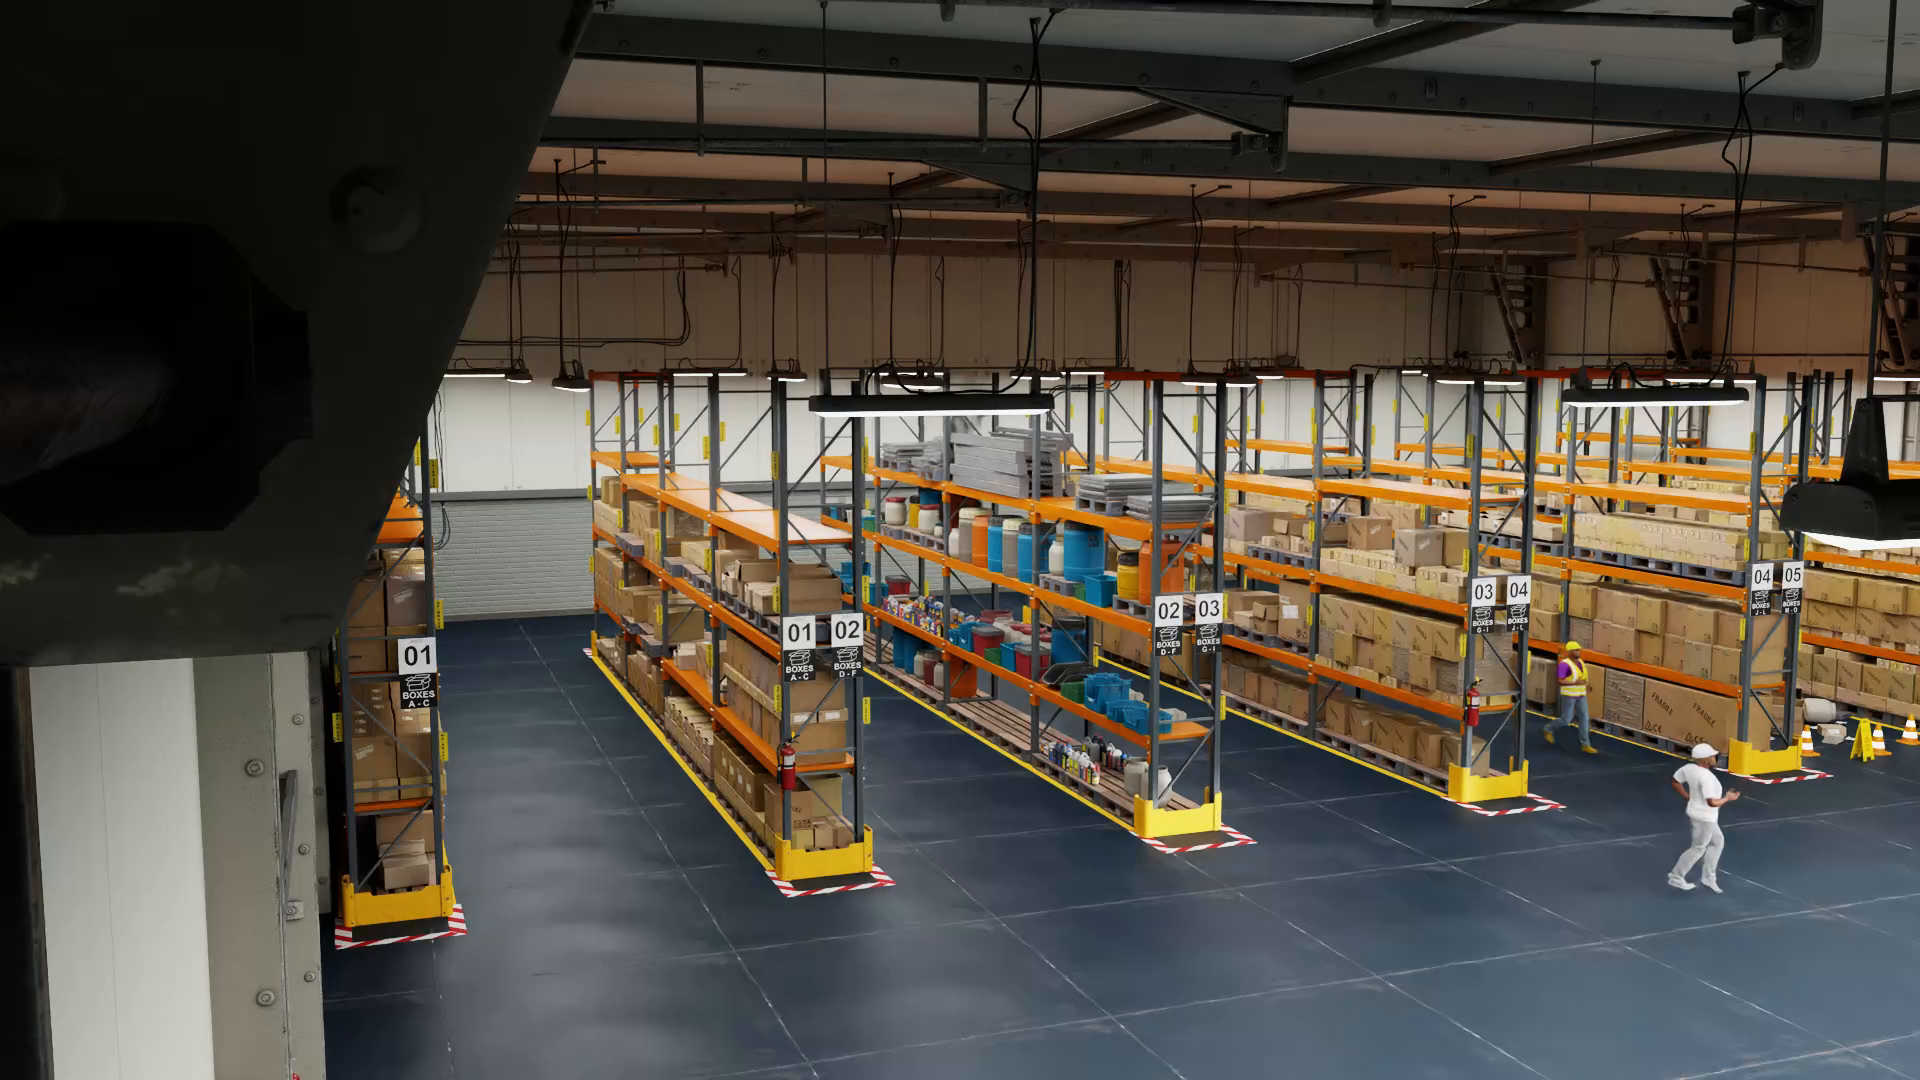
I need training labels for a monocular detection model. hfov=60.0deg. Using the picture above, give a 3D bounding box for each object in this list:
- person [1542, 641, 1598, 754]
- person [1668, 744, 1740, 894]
[{"bbox_3d":[9.782,2.482,26.549,0.712,1.744,0.961,-4,7,-30],"label":"person"},{"bbox_3d":[8.705,3.283,19.487,0.730,1.823,0.674,1,6,11],"label":"person"}]
